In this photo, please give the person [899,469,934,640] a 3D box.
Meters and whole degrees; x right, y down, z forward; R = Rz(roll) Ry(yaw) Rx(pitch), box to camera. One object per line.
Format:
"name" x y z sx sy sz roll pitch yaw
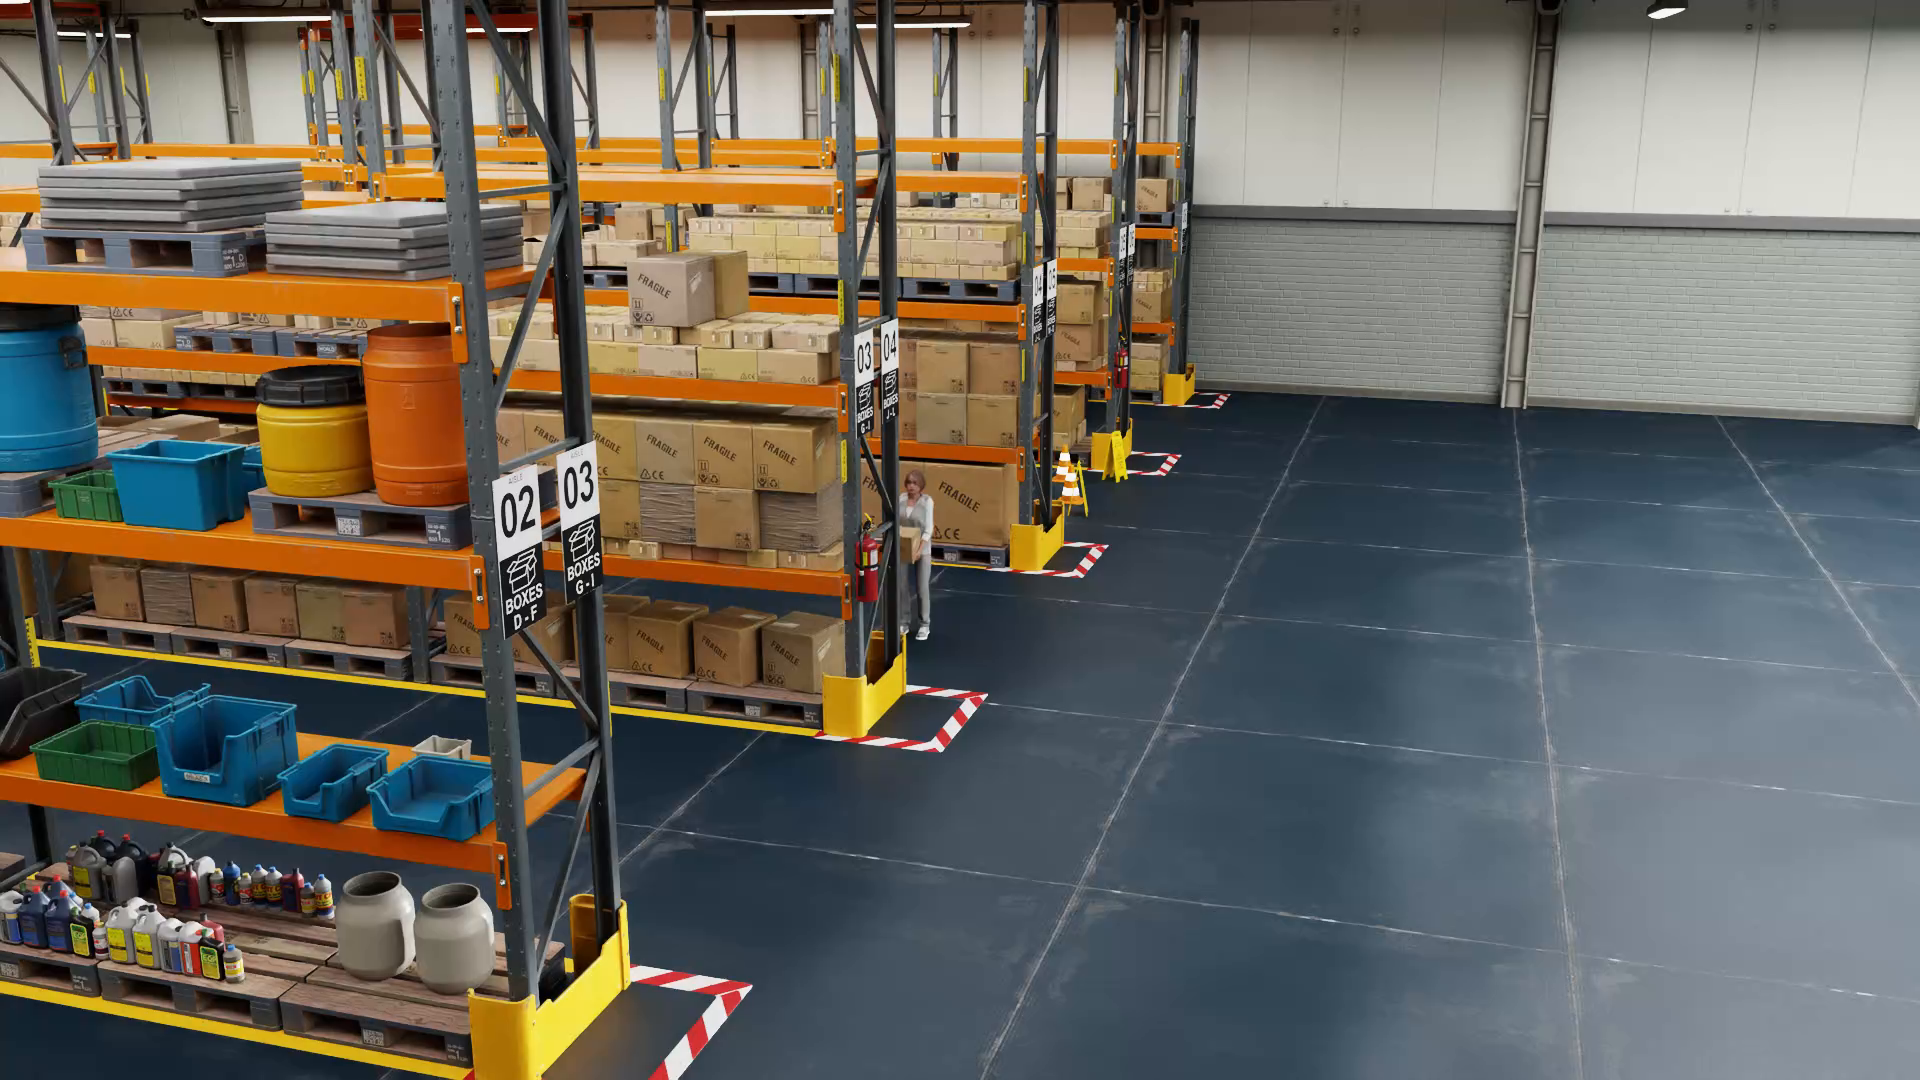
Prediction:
"person" -0.459 0.150 15.372 0.425 1.596 0.489 4 16 16
